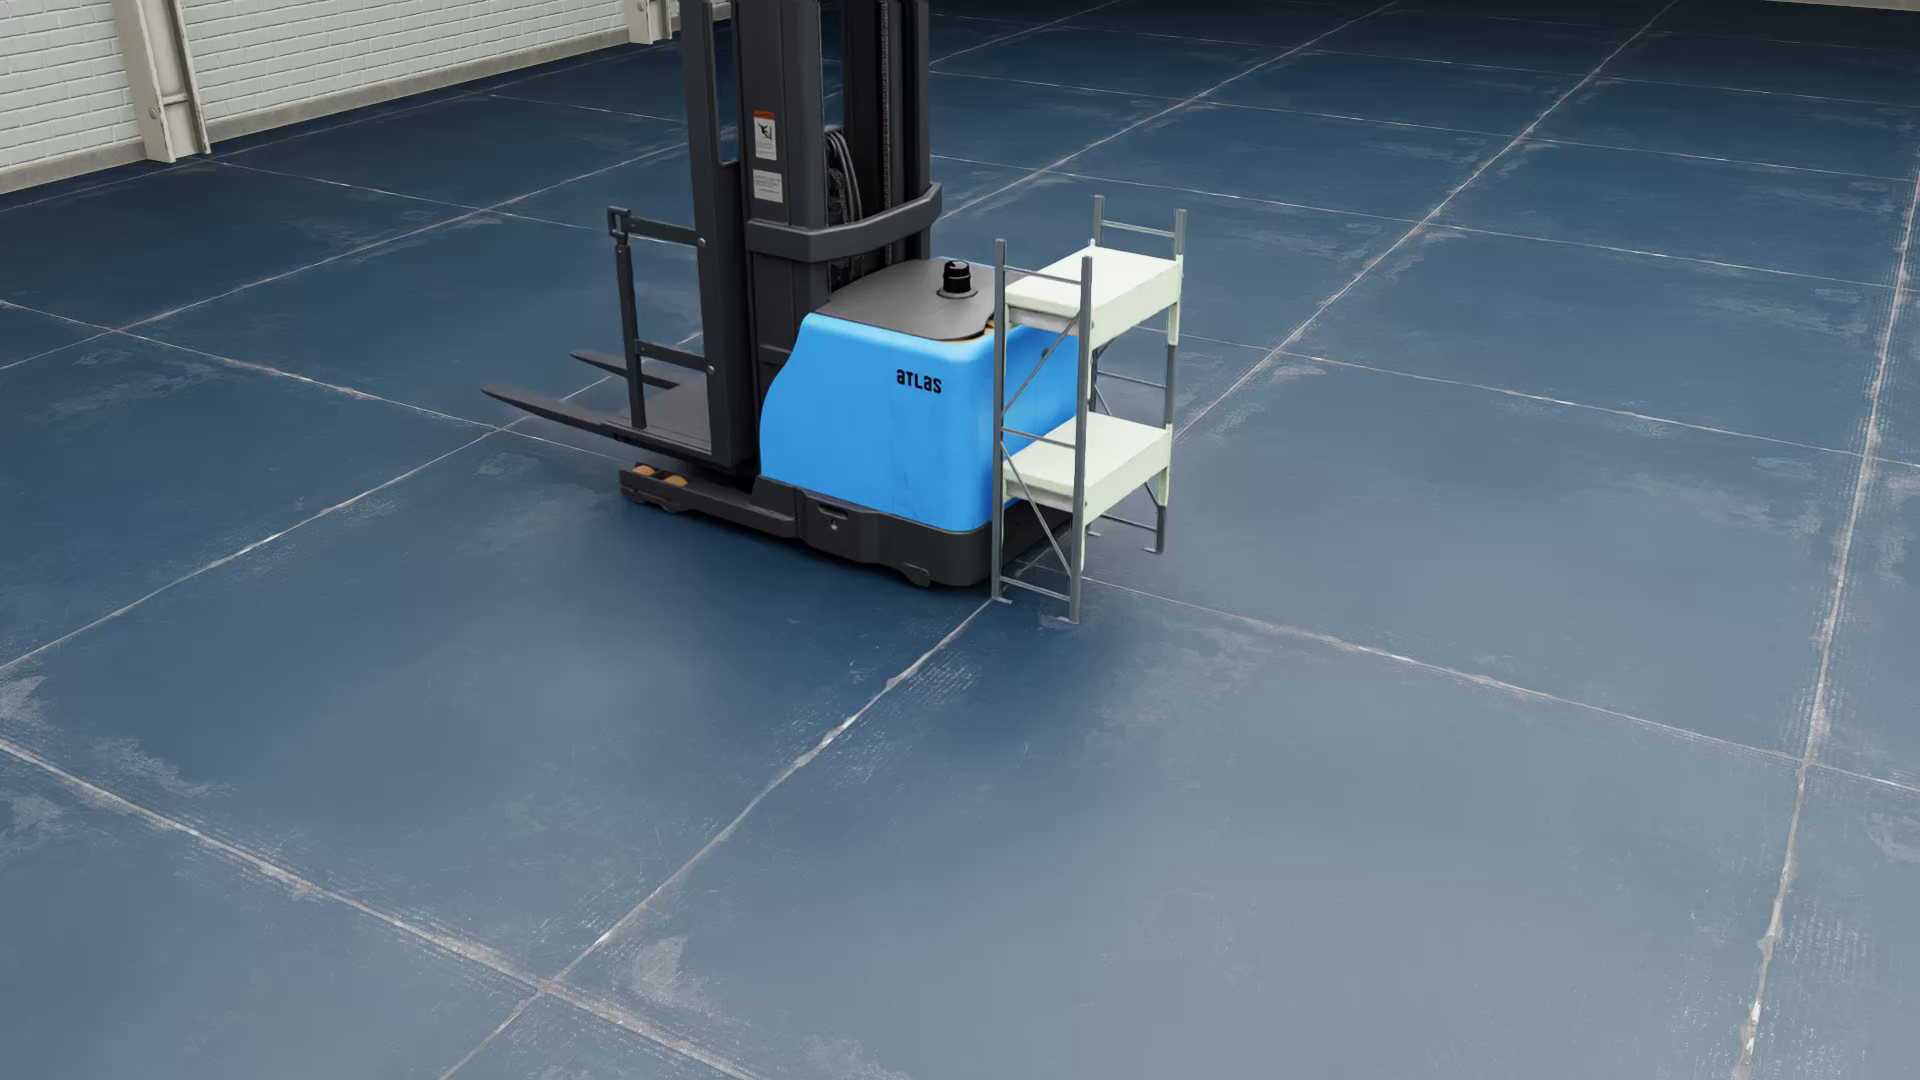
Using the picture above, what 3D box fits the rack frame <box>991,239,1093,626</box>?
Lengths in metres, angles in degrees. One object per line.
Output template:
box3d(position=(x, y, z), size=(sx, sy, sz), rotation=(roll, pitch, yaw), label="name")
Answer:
box3d(position=(0.300, -0.384, 6.340), size=(0.400, 1.500, 0.023), rotation=(17, 31, 30), label="rack frame")

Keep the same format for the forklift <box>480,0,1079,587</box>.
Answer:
box3d(position=(-0.941, -1.611, 7.194), size=(3.031, 2.935, 1.130), rotation=(17, 31, 30), label="forklift")

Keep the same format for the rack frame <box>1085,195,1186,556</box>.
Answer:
box3d(position=(0.707, -0.656, 6.885), size=(0.400, 1.500, 0.023), rotation=(17, 31, 30), label="rack frame")

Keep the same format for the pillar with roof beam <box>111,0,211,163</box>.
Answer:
box3d(position=(-2.586, -6.194, 9.570), size=(9.100, 9.000, 0.400), rotation=(14, 30, 26), label="pillar with roof beam")

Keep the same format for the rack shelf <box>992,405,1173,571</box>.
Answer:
box3d(position=(0.503, -0.229, 6.759), size=(0.431, 0.370, 0.720), rotation=(17, 31, 30), label="rack shelf")

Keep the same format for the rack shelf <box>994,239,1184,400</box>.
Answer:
box3d(position=(0.504, -0.869, 6.438), size=(0.431, 0.370, 0.720), rotation=(17, 31, 30), label="rack shelf")

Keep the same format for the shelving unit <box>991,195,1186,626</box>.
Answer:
box3d(position=(0.504, -0.520, 6.613), size=(0.431, 1.500, 0.755), rotation=(17, 31, 30), label="shelving unit")

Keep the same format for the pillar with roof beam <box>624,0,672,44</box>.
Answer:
box3d(position=(0.365, -8.532, 14.242), size=(9.100, 9.000, 0.400), rotation=(14, 30, 26), label="pillar with roof beam")
